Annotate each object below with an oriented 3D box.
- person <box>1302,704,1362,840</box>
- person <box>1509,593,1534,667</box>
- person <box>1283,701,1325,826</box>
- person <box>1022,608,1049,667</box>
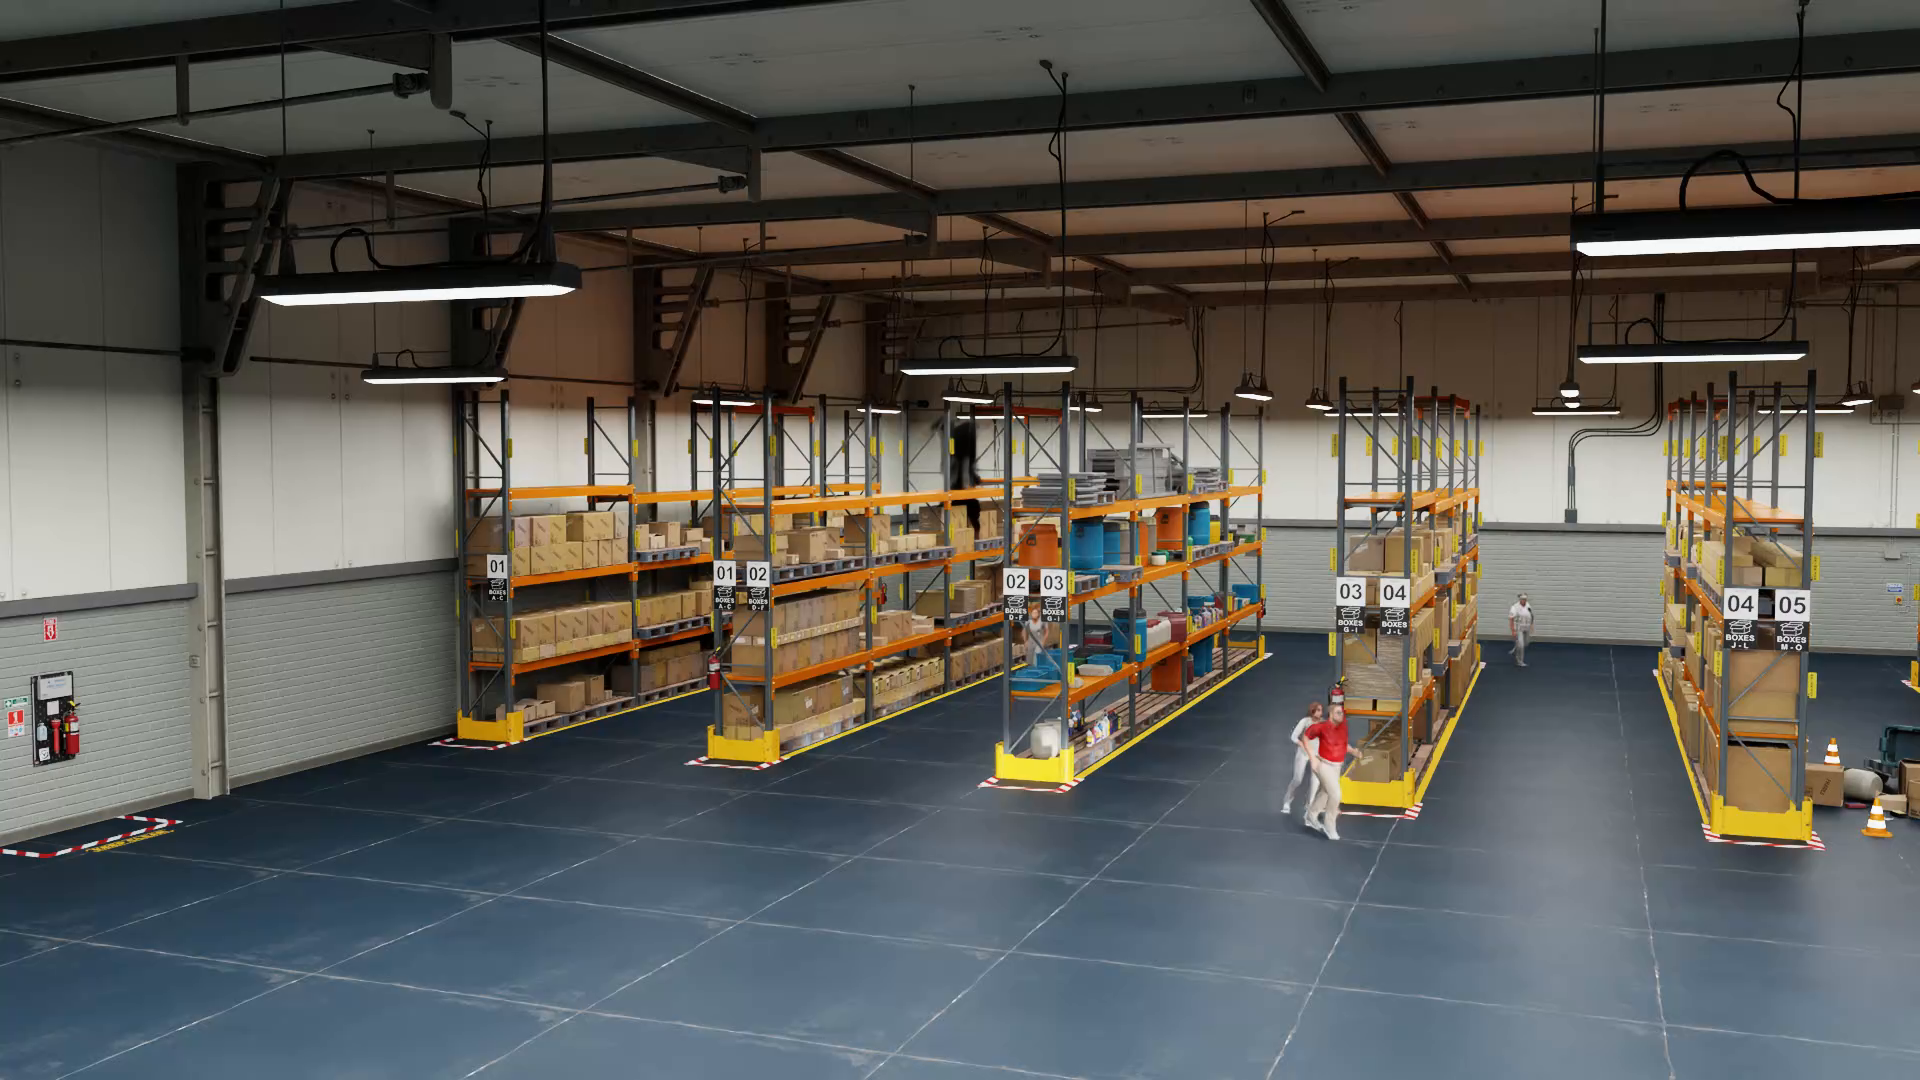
[{"bbox_3d":[4.770,2.993,21.472,0.592,1.788,0.888,-3,4,-40],"label":"person"},{"bbox_3d":[12.861,2.035,38.335,0.726,1.698,0.777,-1,3,-22],"label":"person"},{"bbox_3d":[4.720,2.968,22.375,0.625,1.617,0.737,0,3,-8],"label":"person"},{"bbox_3d":[1.603,2.251,35.328,0.585,1.639,0.681,0,3,7],"label":"person"}]
